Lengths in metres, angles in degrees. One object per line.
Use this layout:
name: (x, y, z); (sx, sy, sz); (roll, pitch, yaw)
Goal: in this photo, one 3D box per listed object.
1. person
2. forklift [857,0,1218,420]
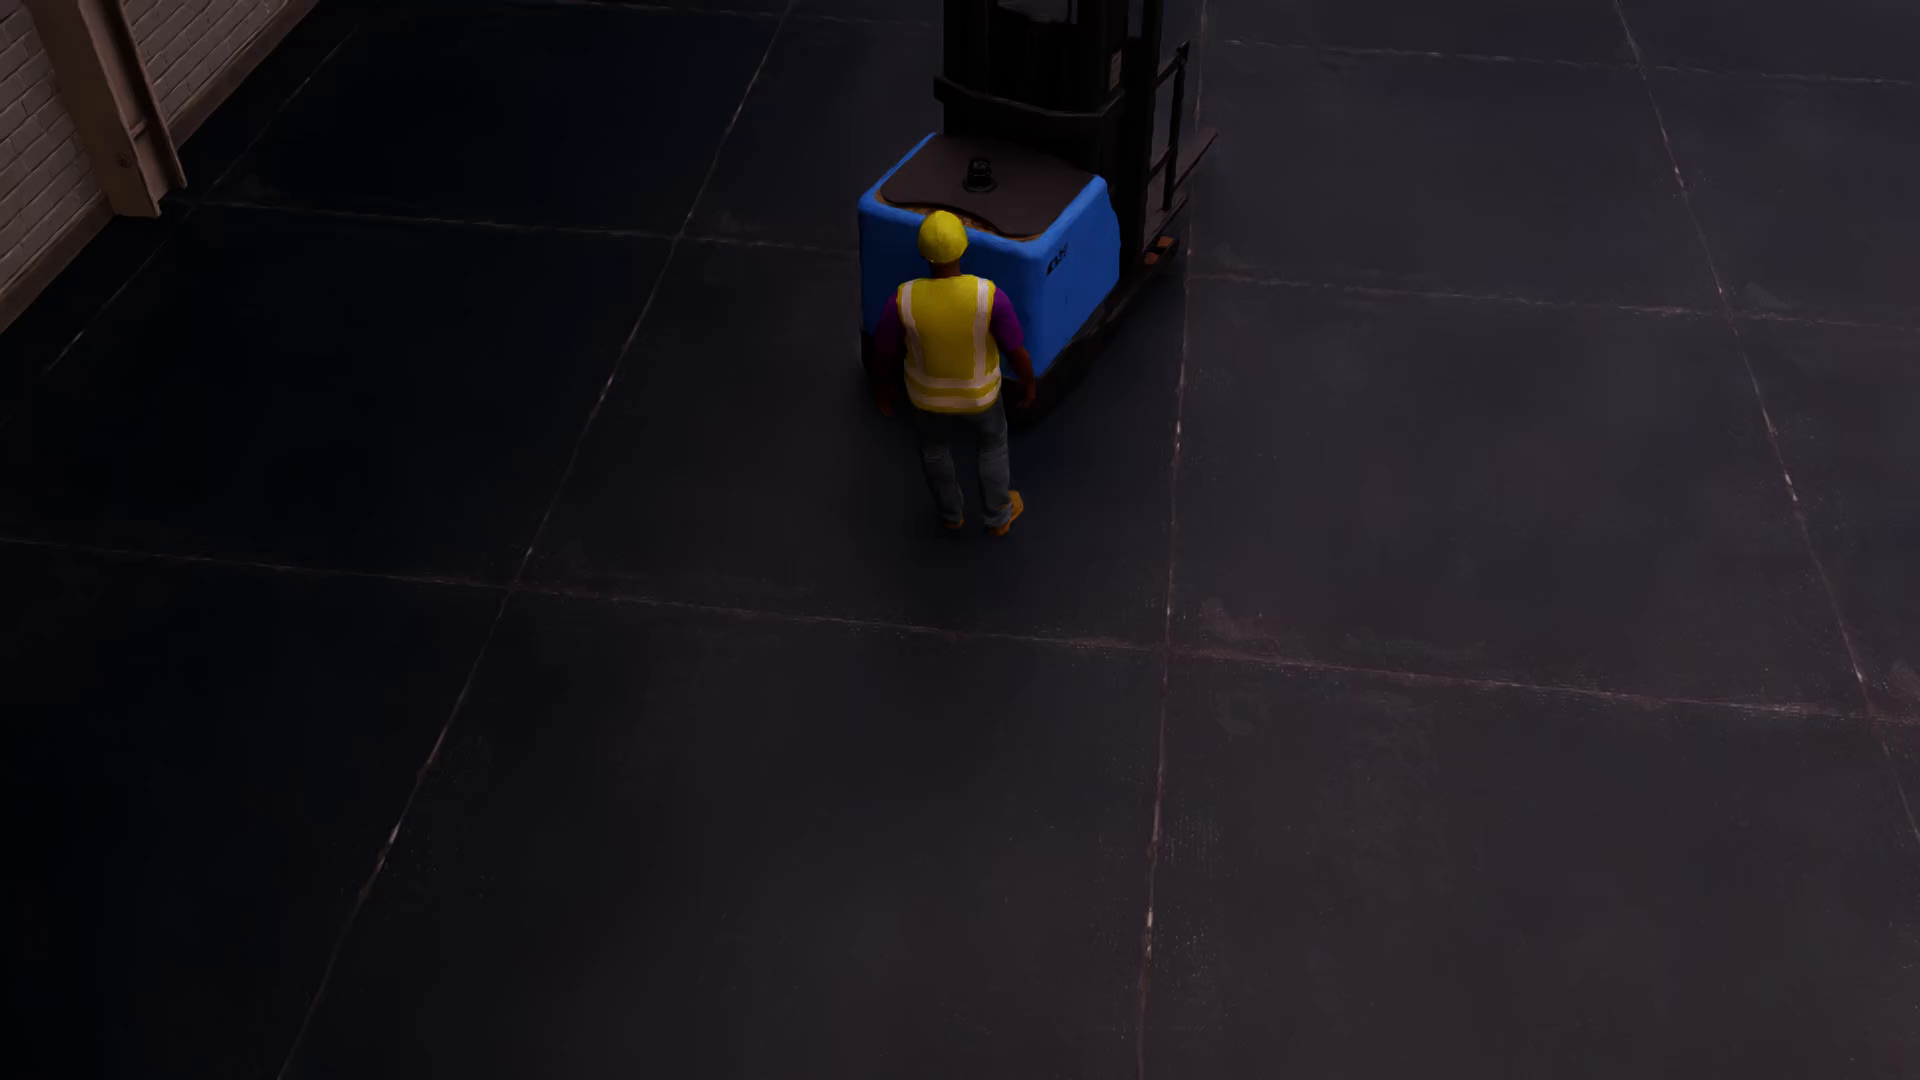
person: (-0.019, -0.722, 7.391); (0.716, 1.753, 0.511); (3, 43, 3)
forklift: (0.610, -2.681, 8.643); (1.130, 2.935, 3.031); (19, 46, 20)
